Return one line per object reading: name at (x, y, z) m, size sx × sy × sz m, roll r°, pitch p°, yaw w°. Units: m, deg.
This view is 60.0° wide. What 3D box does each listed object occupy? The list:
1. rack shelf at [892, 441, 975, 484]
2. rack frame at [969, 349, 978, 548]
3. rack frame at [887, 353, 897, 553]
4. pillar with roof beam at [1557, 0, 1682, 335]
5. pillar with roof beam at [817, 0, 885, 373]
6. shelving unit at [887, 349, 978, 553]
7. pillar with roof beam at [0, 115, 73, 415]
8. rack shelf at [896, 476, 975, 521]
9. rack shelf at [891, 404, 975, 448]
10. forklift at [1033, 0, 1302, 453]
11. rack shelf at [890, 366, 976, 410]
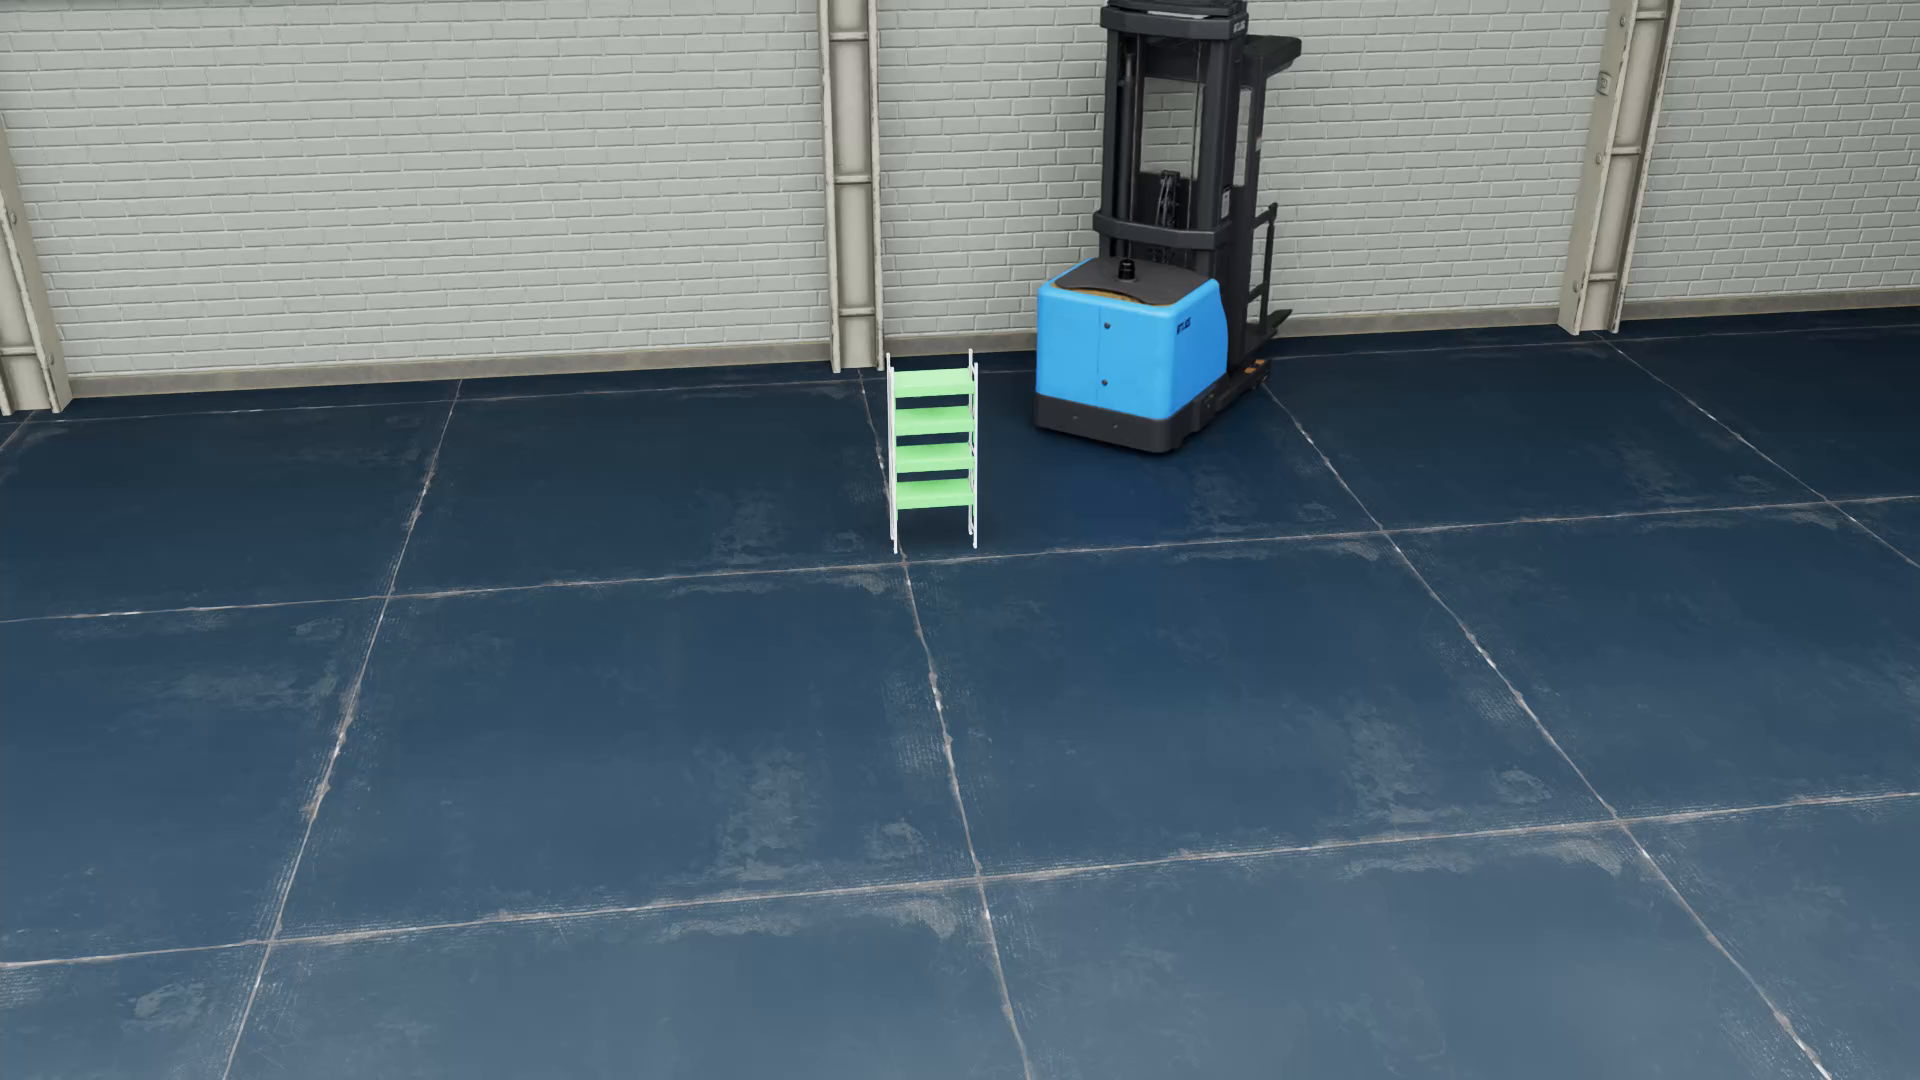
rack shelf at (-0.164, -0.466, 9.985) m, size 0.480 × 0.148 × 0.258 m, roll -4°, pitch 27°, yaw -7°
rack frame at (0.078, -0.539, 9.986) m, size 0.015 × 1.200 × 0.240 m, roll -4°, pitch 27°, yaw -7°
rack frame at (-0.406, -0.508, 9.925) m, size 0.015 × 1.200 × 0.240 m, roll -4°, pitch 27°, yaw -7°
pillar with roof beam at (5.745, -3.802, 7.802) m, size 0.400 × 9.000 × 9.100 m, roll -4°, pitch 27°, yaw -7°
pillar with roof beam at (-0.197, -3.420, 7.059) m, size 0.400 × 9.000 × 9.100 m, roll -4°, pitch 27°, yaw -7°
shelving unit at (-0.164, -0.523, 9.956) m, size 0.503 × 1.200 × 0.258 m, roll -4°, pitch 27°, yaw -7°
pillar with roof beam at (-6.138, -3.039, 6.315) m, size 0.400 × 9.000 × 9.100 m, roll -4°, pitch 27°, yaw -7°
rack shelf at (-0.164, -0.253, 10.094) m, size 0.480 × 0.148 × 0.258 m, roll -4°, pitch 27°, yaw -7°
rack shelf at (-0.164, -0.680, 9.875) m, size 0.480 × 0.148 × 0.258 m, roll -4°, pitch 27°, yaw -7°
forklift at (1.698, -2.527, 11.965) m, size 1.130 × 2.935 × 3.031 m, roll 15°, pitch 31°, yaw 27°
rack shelf at (-0.164, -0.894, 9.766) m, size 0.480 × 0.148 × 0.258 m, roll -4°, pitch 27°, yaw -7°
